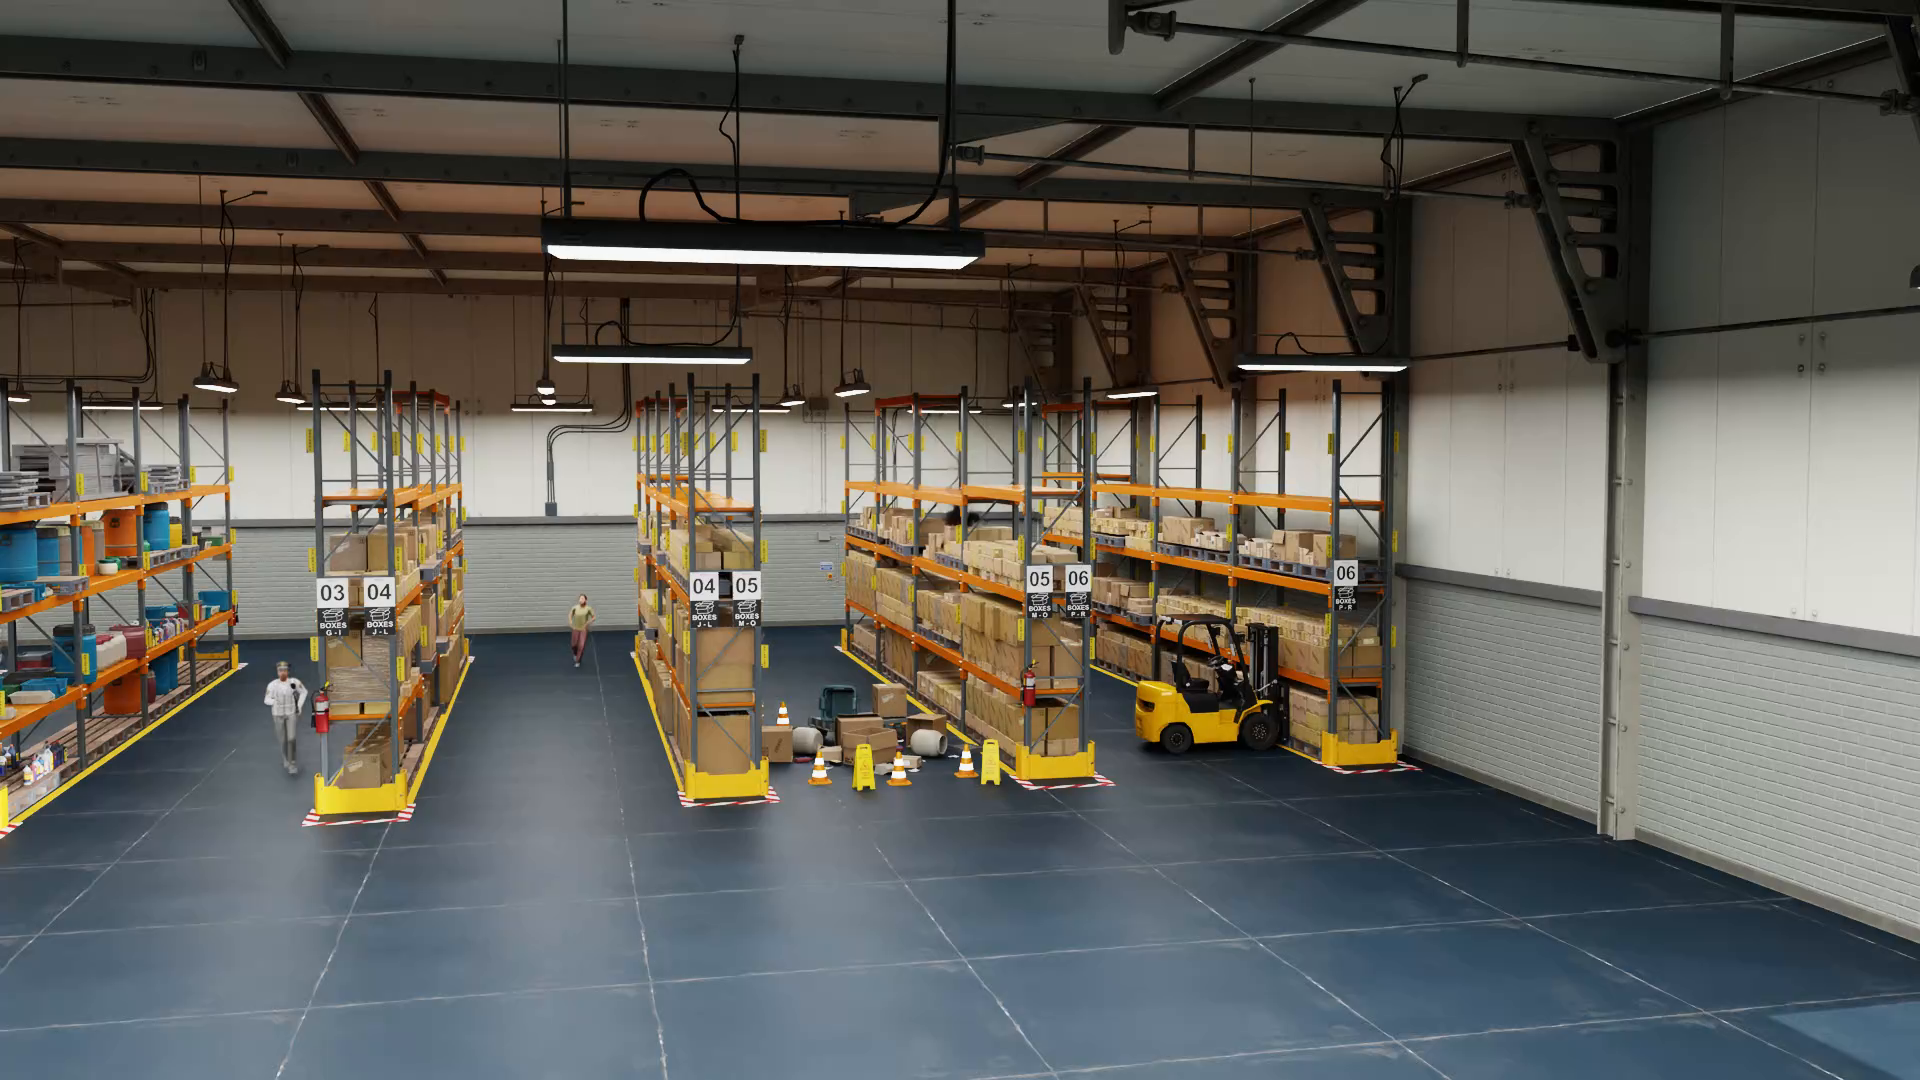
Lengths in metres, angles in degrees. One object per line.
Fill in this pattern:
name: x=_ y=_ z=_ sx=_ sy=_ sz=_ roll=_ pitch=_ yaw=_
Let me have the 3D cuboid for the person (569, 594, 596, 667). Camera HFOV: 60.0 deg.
person: x=-8.525 y=2.032 z=37.510 sx=0.607 sy=1.624 sz=0.542 roll=0 pitch=3 yaw=-4

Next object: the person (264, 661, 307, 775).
person: x=-10.268 y=2.705 z=25.325 sx=0.590 sy=1.740 sz=0.726 roll=-1 pitch=3 yaw=-15
